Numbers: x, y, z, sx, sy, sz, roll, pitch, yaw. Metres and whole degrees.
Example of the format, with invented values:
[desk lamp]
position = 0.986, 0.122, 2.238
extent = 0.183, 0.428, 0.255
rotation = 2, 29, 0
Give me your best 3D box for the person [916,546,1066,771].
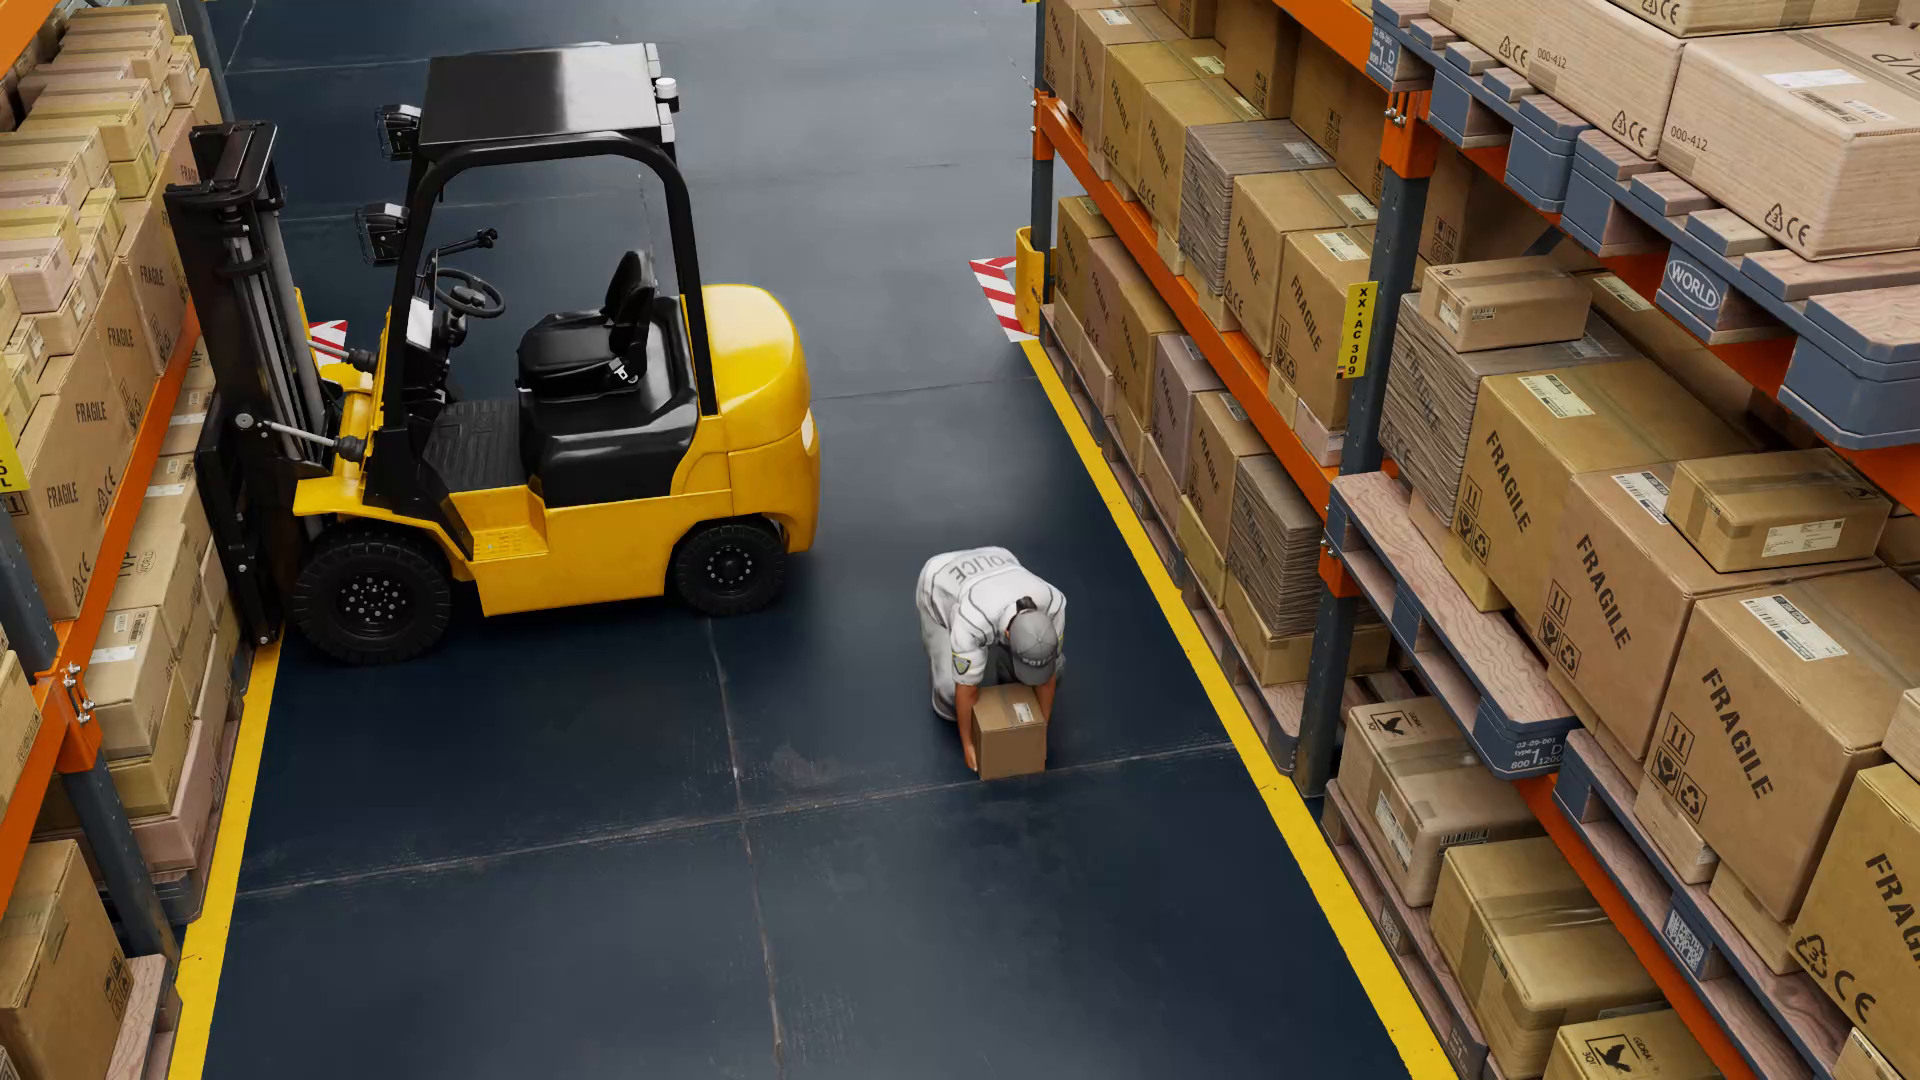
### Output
[person]
position = 0.132, 0.419, 6.395
extent = 0.523, 0.822, 0.898
rotation = -8, 35, -12
